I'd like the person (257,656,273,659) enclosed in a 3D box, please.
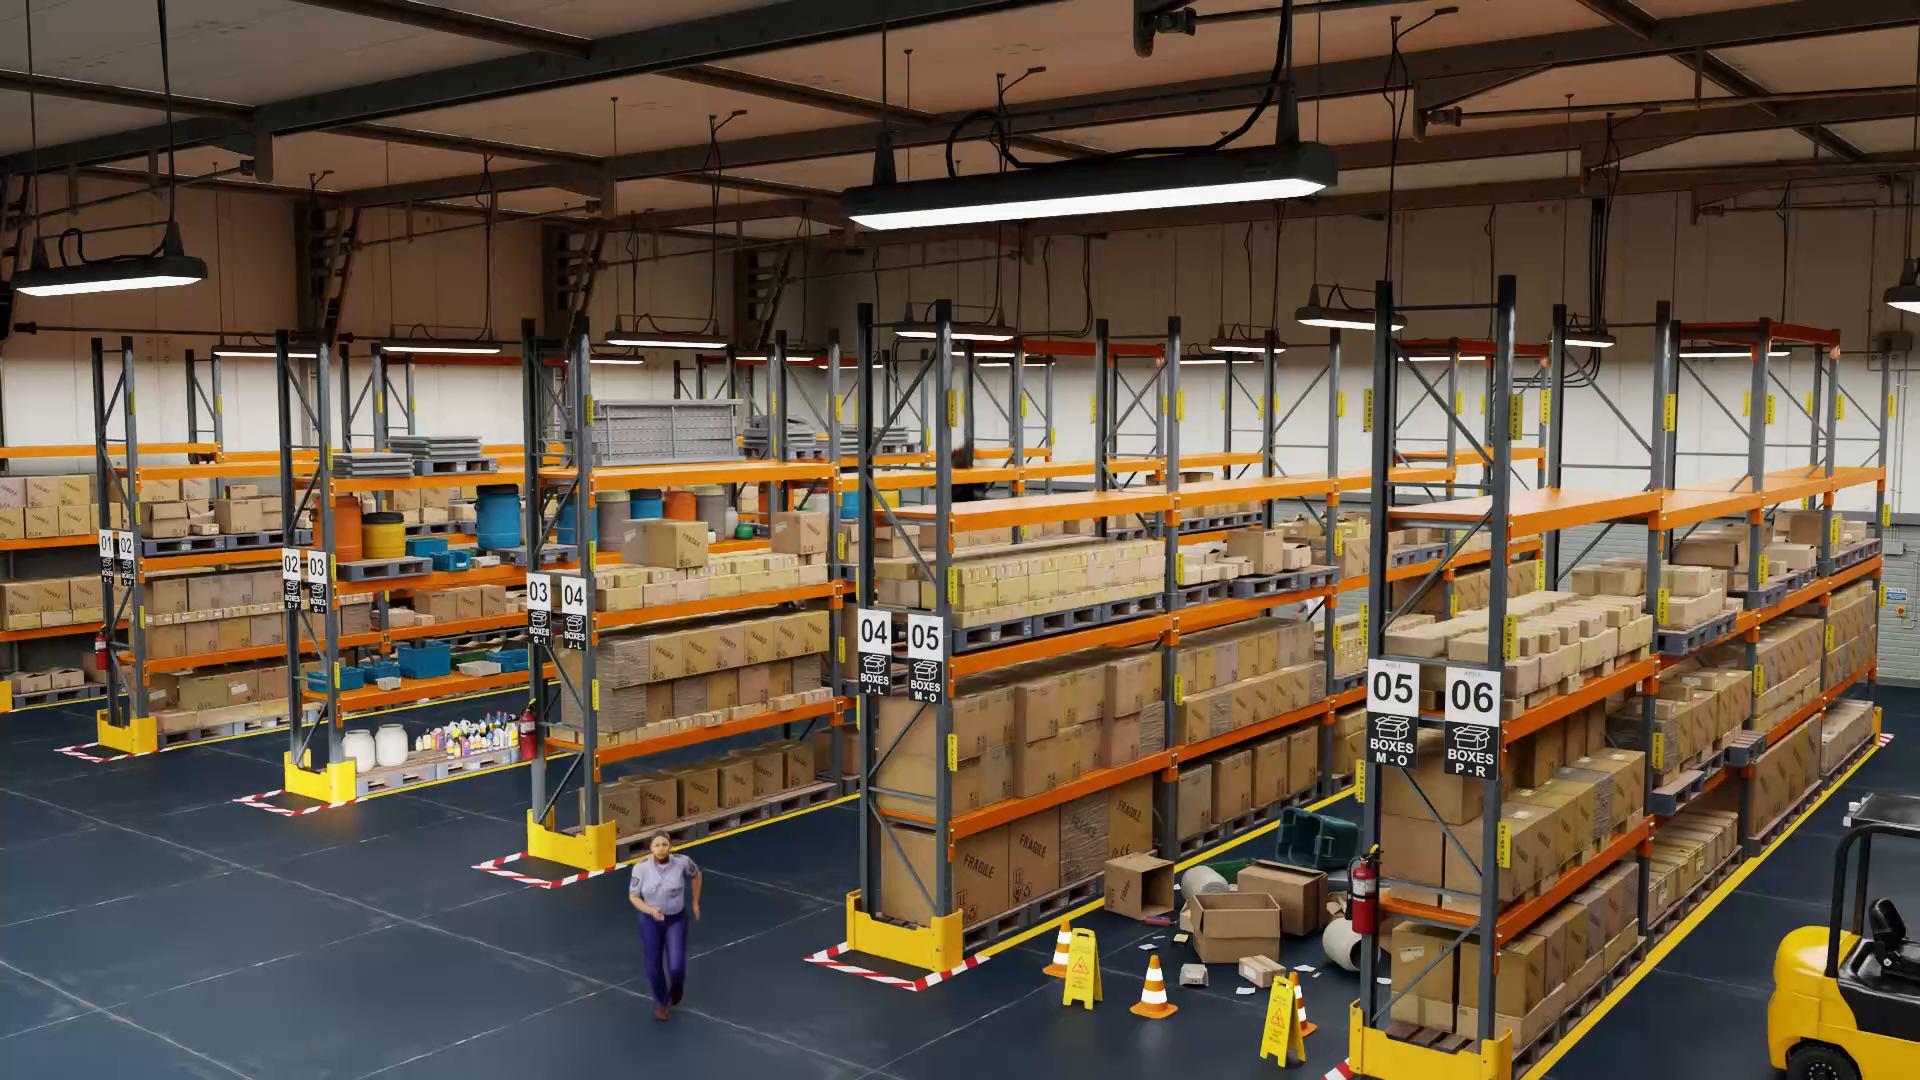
[{"bbox_3d":[-11.834,1.834,28.492,0.662,1.756,0.869,2,5,23],"label":"person"}]

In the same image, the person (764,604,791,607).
[{"bbox_3d":[-3.510,1.589,30.851,0.654,1.835,0.735,3,6,30],"label":"person"}]

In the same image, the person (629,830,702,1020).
[{"bbox_3d":[-2.420,3.175,13.672,0.585,1.611,0.601,-1,5,-8],"label":"person"}]

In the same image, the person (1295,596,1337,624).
[{"bbox_3d":[6.585,1.614,30.495,0.726,1.671,0.906,-1,5,-8],"label":"person"}]
